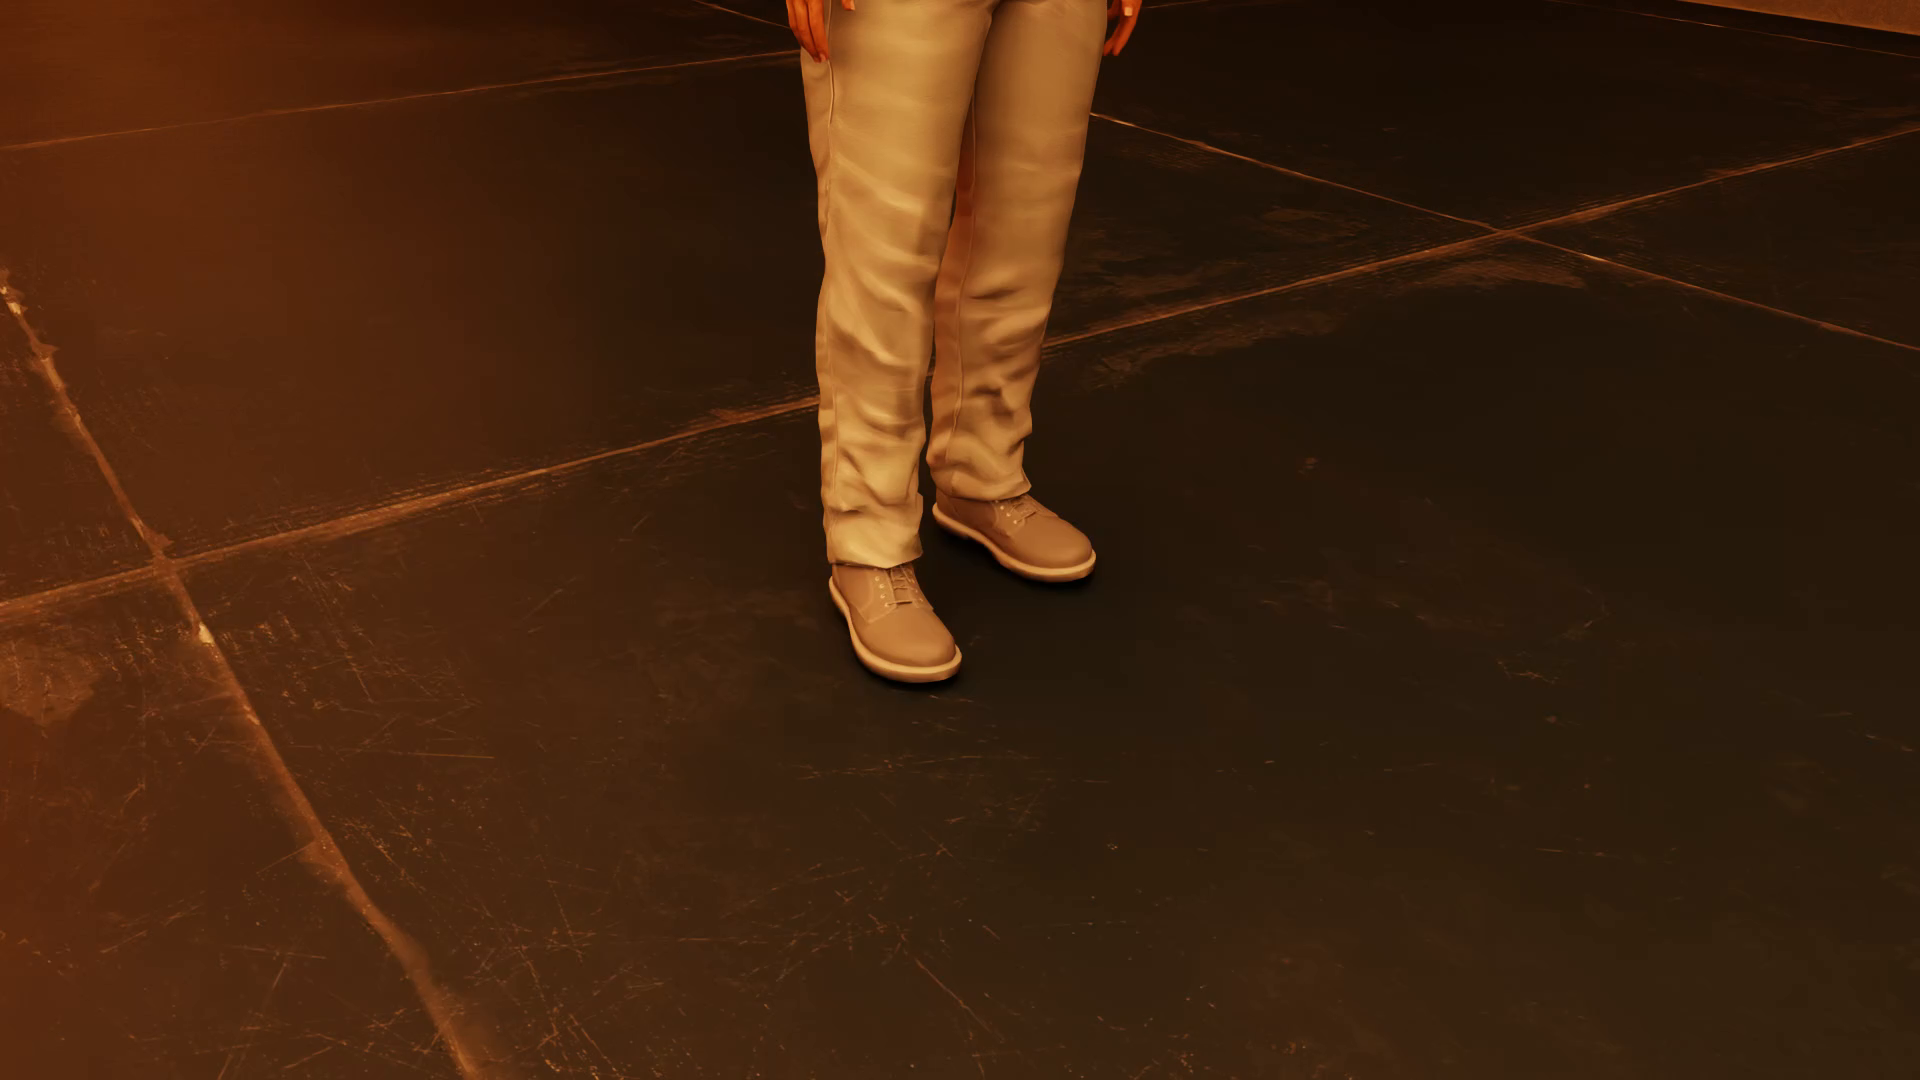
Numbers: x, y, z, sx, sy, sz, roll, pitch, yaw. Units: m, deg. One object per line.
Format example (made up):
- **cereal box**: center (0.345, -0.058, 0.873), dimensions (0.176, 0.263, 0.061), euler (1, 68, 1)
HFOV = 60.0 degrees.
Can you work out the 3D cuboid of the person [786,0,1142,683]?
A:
- **person**: center (0.025, -0.717, 2.055), dimensions (0.598, 1.670, 0.529), euler (-17, 31, -31)
